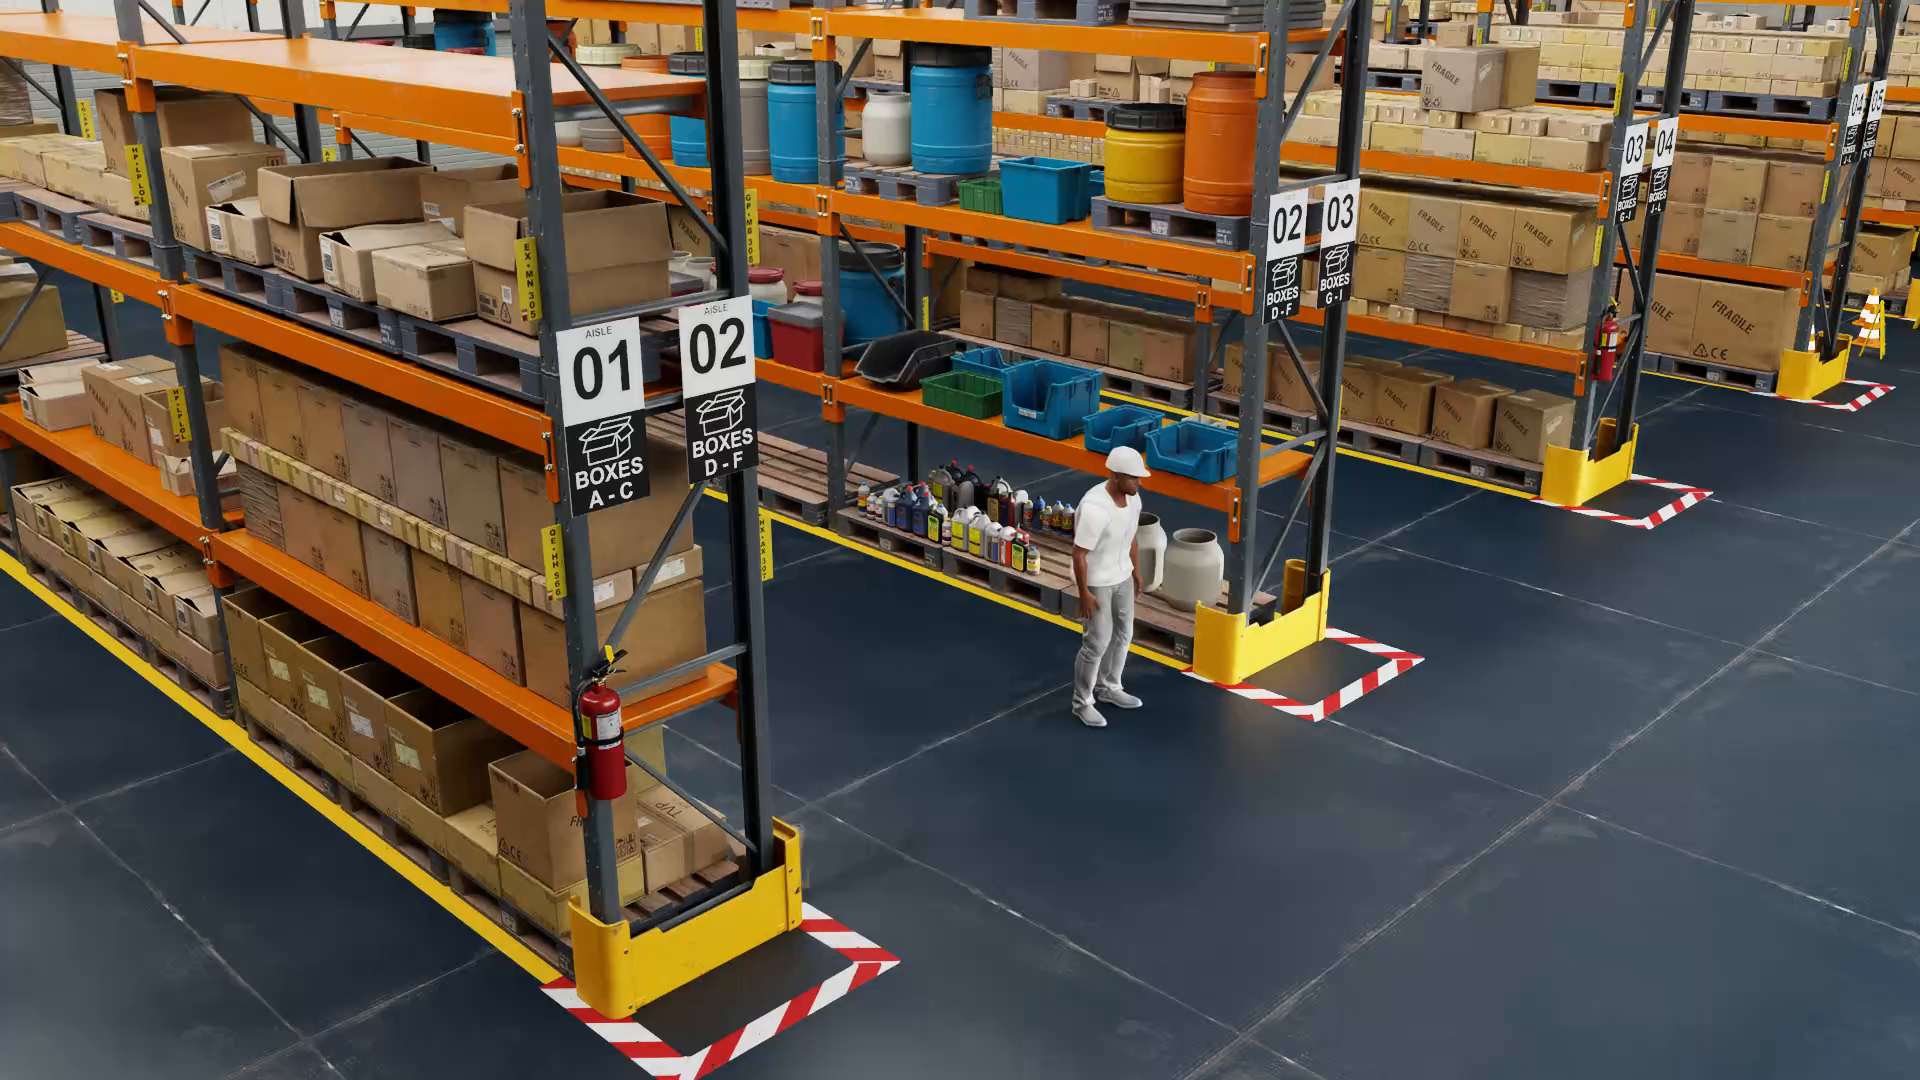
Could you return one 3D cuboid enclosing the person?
[{"bbox_3d":[0.937,0.257,10.365,0.462,1.759,0.632,17,26,38],"label":"person"}]
